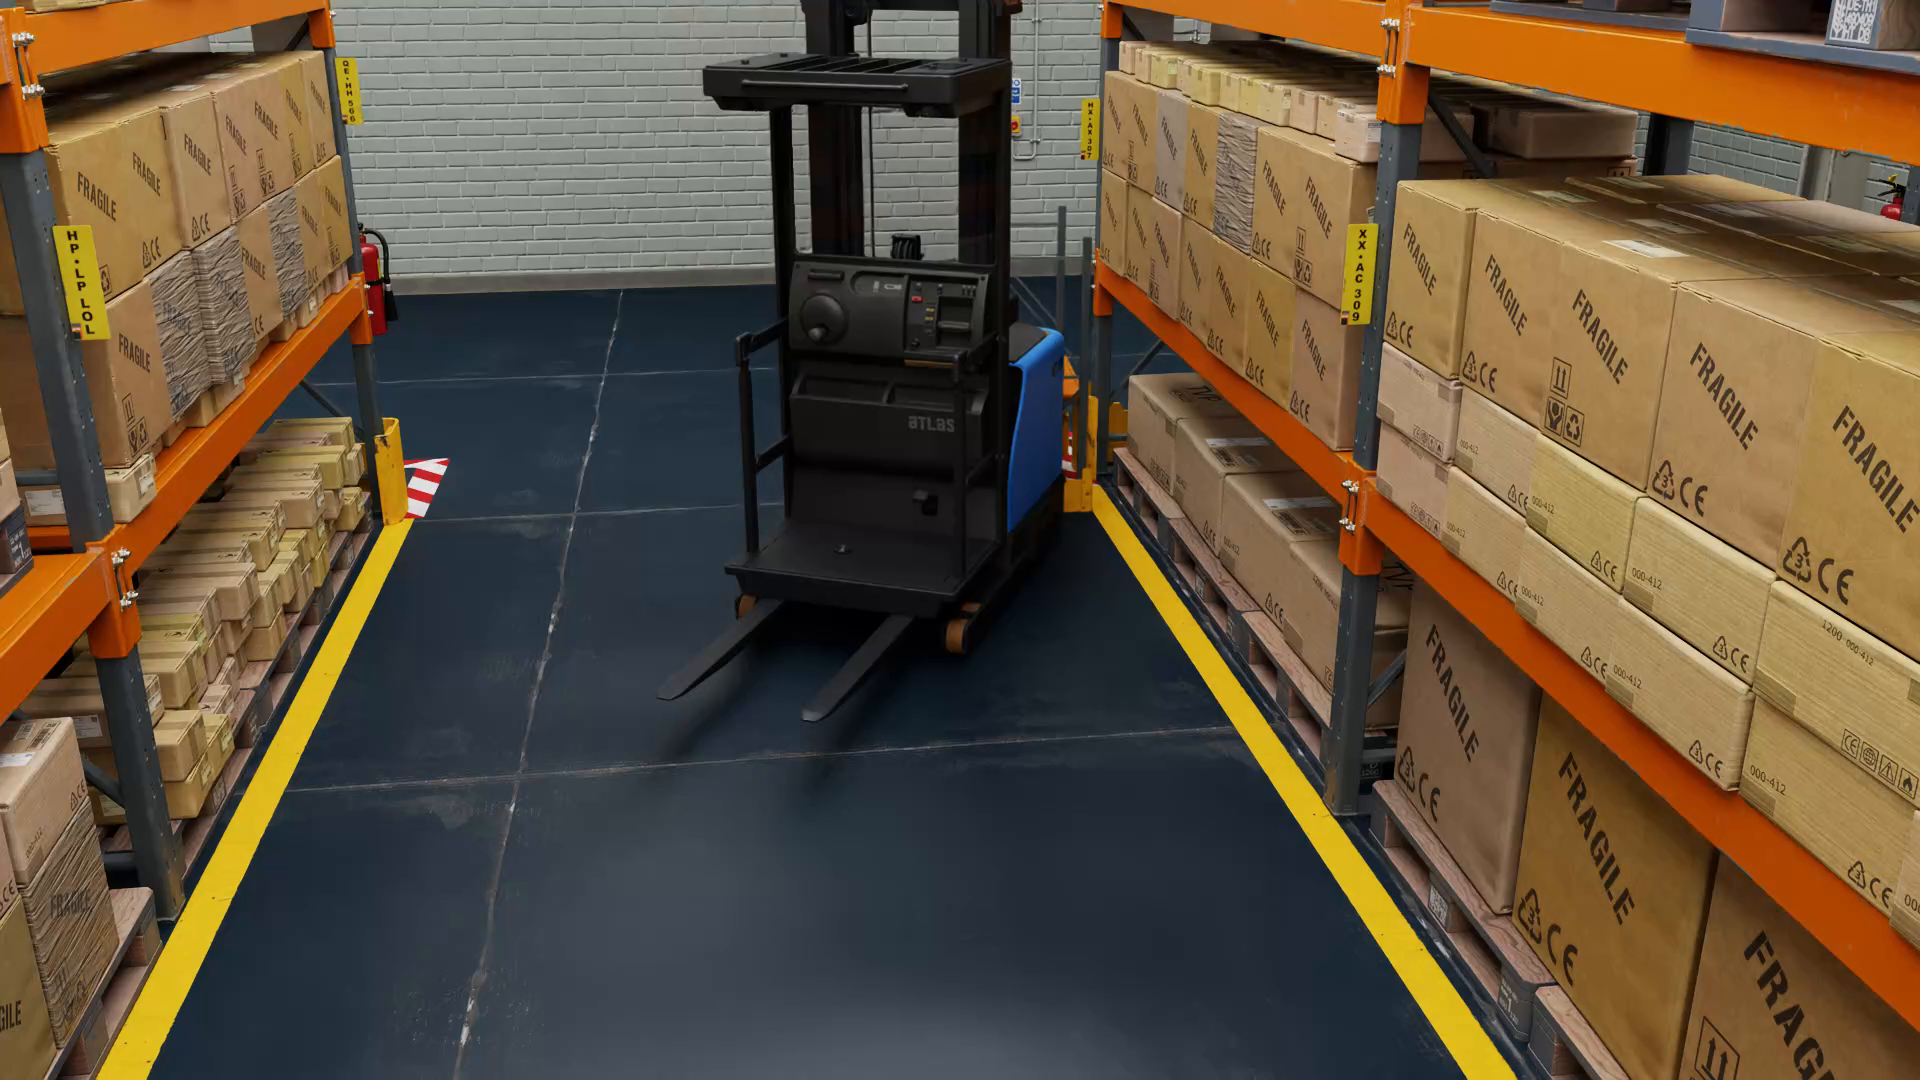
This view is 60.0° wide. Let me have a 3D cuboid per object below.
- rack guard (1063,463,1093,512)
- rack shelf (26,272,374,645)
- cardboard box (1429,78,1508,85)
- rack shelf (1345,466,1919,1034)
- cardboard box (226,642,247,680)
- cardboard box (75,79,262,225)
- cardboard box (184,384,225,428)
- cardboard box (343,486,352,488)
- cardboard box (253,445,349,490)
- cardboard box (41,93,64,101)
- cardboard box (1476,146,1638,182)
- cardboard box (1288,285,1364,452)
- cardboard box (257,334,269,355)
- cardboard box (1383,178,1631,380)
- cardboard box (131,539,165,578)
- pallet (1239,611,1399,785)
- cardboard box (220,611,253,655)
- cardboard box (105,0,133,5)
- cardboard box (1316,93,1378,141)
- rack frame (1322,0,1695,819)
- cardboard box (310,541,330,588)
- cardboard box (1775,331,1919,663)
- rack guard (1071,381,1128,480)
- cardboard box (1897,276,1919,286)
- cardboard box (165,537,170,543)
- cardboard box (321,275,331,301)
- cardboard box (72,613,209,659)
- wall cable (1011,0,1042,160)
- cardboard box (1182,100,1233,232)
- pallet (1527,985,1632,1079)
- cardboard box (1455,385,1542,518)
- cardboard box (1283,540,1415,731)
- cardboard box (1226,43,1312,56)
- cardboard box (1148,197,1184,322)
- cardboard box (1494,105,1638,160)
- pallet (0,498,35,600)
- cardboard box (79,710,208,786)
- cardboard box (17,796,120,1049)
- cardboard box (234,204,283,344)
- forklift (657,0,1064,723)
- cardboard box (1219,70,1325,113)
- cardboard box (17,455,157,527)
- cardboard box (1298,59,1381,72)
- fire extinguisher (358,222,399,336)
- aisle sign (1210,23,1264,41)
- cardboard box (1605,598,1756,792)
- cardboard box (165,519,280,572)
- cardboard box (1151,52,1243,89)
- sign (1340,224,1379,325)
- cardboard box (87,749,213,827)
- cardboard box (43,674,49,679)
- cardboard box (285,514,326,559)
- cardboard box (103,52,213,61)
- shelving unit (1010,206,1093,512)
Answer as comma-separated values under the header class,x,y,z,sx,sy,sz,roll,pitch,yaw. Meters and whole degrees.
class,x,y,z,sx,sy,sz,roll,pitch,yaw
rack guard,0.433,-0.283,9.116,0.587,0.250,0.087,-1,21,-4
rack shelf,-3.333,-0.514,6.832,1.077,0.370,4.000,-3,21,-8
cardboard box,1.934,-1.741,6.592,0.380,0.149,0.250,-4,21,-9
rack shelf,2.127,0.587,3.887,1.077,0.370,4.000,-3,21,-8
cardboard box,-3.064,0.486,6.602,0.380,0.149,0.250,-4,21,-10
cardboard box,-3.073,-1.514,6.485,0.500,0.500,0.500,-4,21,-10
cardboard box,-2.968,-0.515,6.168,0.380,0.149,0.250,-3,21,-7
cardboard box,-3.339,-0.233,8.526,0.380,0.149,0.250,-3,21,-7
cardboard box,-3.152,-0.339,7.962,0.380,0.149,0.250,-3,21,-9
cardboard box,-3.520,-1.319,5.962,0.500,0.500,0.500,-2,21,-6
cardboard box,2.010,-1.135,5.896,0.500,0.500,0.500,-3,21,-7
cardboard box,1.519,-0.637,5.993,0.500,0.500,0.500,-3,21,-7
cardboard box,-3.196,-0.876,7.134,0.380,0.149,0.250,-4,21,-10
cardboard box,1.618,-0.791,4.976,0.500,0.500,0.500,-3,21,-7
cardboard box,-3.542,0.052,6.913,0.380,0.149,0.250,-3,21,-8
pallet,1.807,0.596,6.818,1.003,0.211,1.213,-3,21,-8
cardboard box,-3.029,0.344,6.557,0.380,0.149,0.250,-2,21,-5
cardboard box,-2.932,-1.840,5.282,0.500,0.250,0.500,-3,21,-9
cardboard box,1.523,-1.536,6.043,0.380,0.149,0.250,-3,21,-8
rack frame,1.839,-0.443,5.615,1.000,3.000,0.127,-3,21,-8
cardboard box,-3.102,0.117,7.590,0.380,0.149,0.250,-4,21,-10
cardboard box,1.935,-0.088,3.094,0.500,0.500,0.500,-3,21,-8
rack guard,1.259,-0.665,9.782,1.175,0.500,0.348,-3,21,-8
cardboard box,2.377,-0.282,3.613,0.500,0.500,0.500,-3,21,-7
cardboard box,-3.552,0.102,7.206,0.380,0.149,0.250,-2,21,-5
cardboard box,-3.296,-1.239,8.105,0.380,0.149,0.250,-3,21,-8
cardboard box,-2.956,0.389,6.012,0.380,0.149,0.250,-3,21,-9
wall cable,0.426,-4.270,14.363,0.585,1.953,0.123,-3,21,-8
cardboard box,1.286,-1.633,7.230,0.500,0.500,0.500,-3,21,-8
pallet,2.204,1.550,4.264,1.003,0.211,1.213,-3,21,-8
cardboard box,1.726,-0.261,4.628,0.500,0.250,0.500,-3,21,-7
cardboard box,1.855,0.338,6.586,0.875,0.438,0.875,-3,21,-9
cardboard box,1.573,-2.446,8.479,0.380,0.149,0.250,-3,21,-7
cardboard box,1.203,-1.343,7.882,0.500,0.500,0.500,-3,21,-8
cardboard box,2.050,-1.384,5.636,0.380,0.149,0.250,-3,21,-9
pallet,-3.079,0.204,4.158,1.003,0.211,1.213,-3,21,-8
cardboard box,-2.780,0.700,5.605,0.380,0.149,0.250,-2,21,-5
cardboard box,-2.689,1.060,4.564,0.500,0.500,0.500,-3,21,-9
cardboard box,-3.089,-1.060,6.699,0.500,0.500,0.500,-2,21,-5
forklift,-0.389,-1.021,7.259,1.130,2.935,3.031,7,21,17
cardboard box,1.308,-1.883,6.971,0.380,0.149,0.250,-3,21,-8
cardboard box,-2.762,-0.155,5.203,0.380,0.149,0.250,-2,21,-6
cardboard box,1.750,-2.094,7.536,0.380,0.149,0.250,-2,21,-6
fire extinguisher,-3.201,-1.443,8.935,0.296,0.674,0.183,-3,21,-8
aisle sign,1.559,-3.086,8.976,0.394,0.787,0.004,-3,21,-8
cardboard box,1.838,0.324,3.776,0.500,0.250,0.500,-3,21,-9
cardboard box,-3.090,0.030,6.973,0.380,0.149,0.250,-3,21,-7
cardboard box,1.128,-2.237,7.919,0.380,0.149,0.250,-4,21,-10
sign,1.290,-0.857,5.373,0.100,0.325,0.005,-3,21,-8
cardboard box,-2.779,0.838,5.659,0.380,0.149,0.250,-4,21,-10
cardboard box,-3.512,0.563,5.970,0.380,0.149,0.250,-4,21,-10
cardboard box,-3.099,-0.017,7.523,0.380,0.149,0.250,-3,21,-7
cardboard box,-3.819,-2.029,7.864,0.500,0.500,0.500,-3,21,-8
shelving unit,0.397,-1.042,9.363,0.587,1.500,1.083,-1,21,-4
